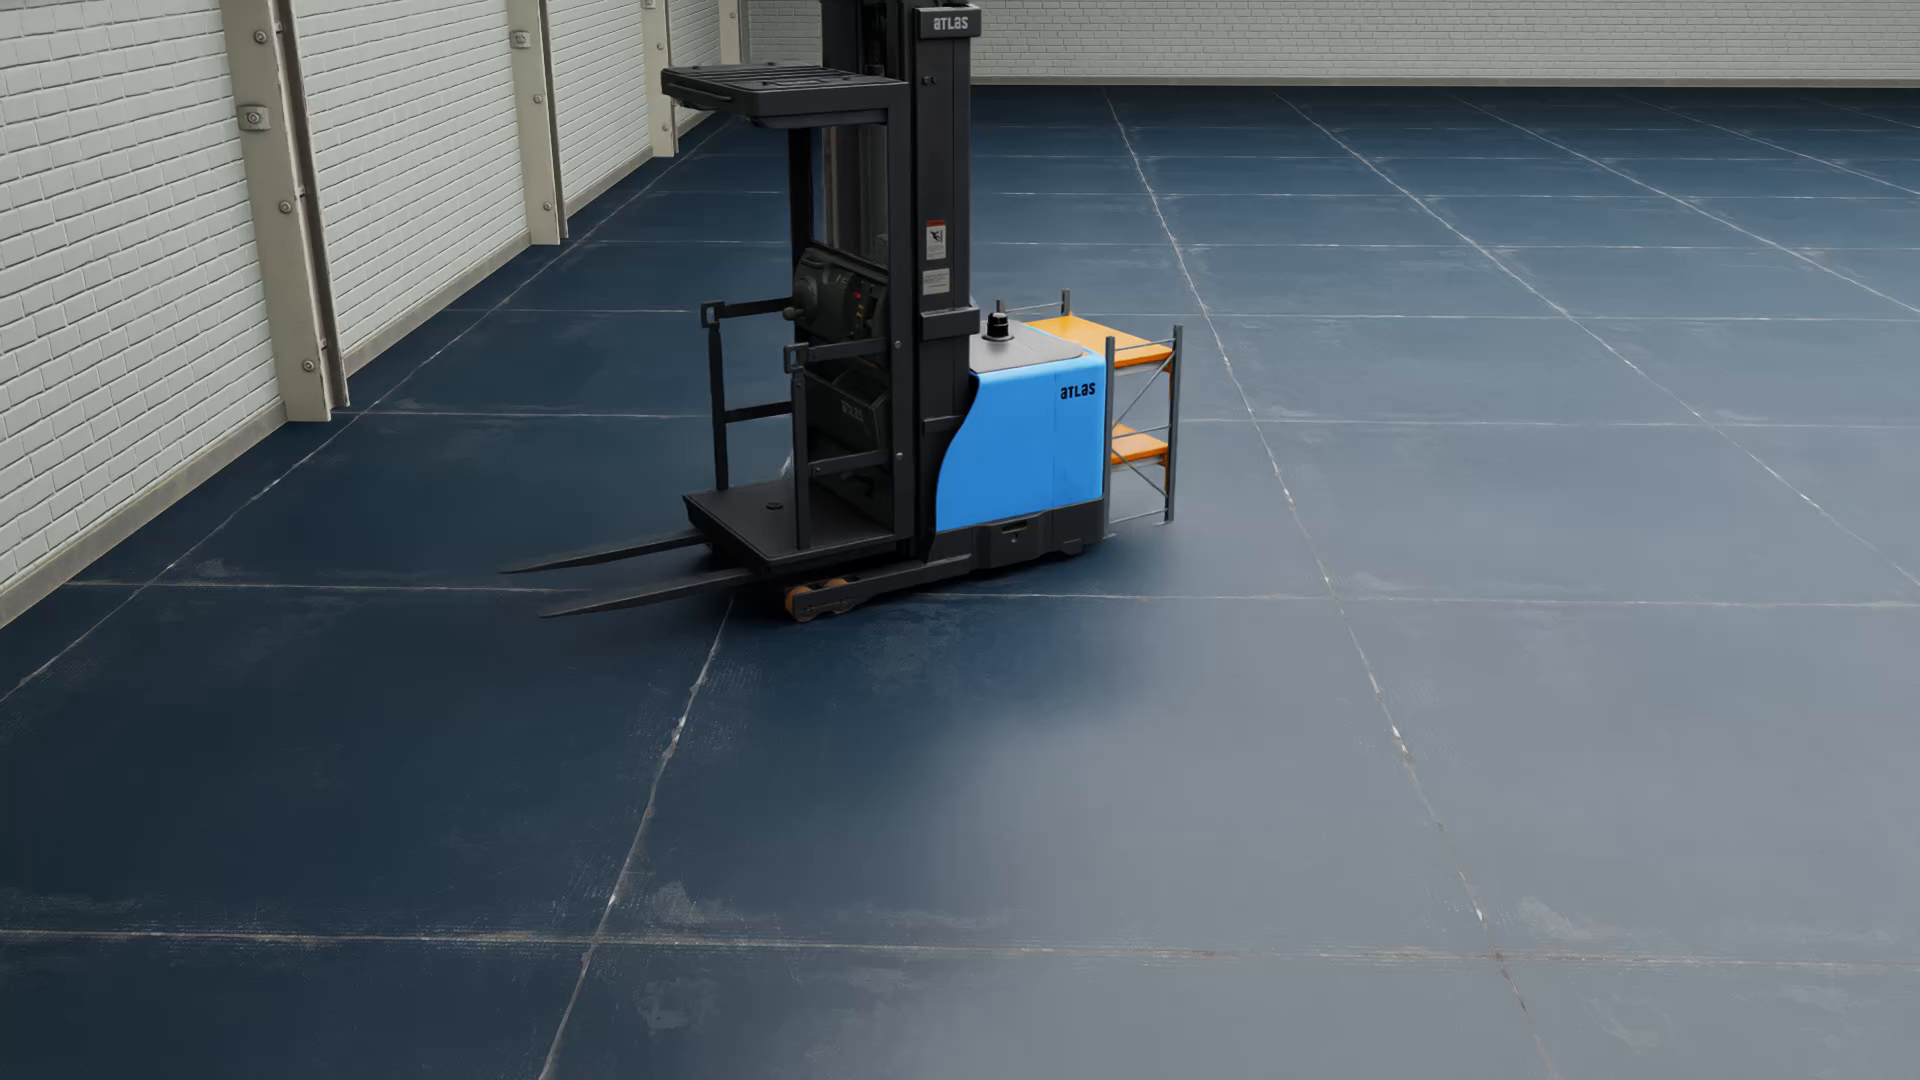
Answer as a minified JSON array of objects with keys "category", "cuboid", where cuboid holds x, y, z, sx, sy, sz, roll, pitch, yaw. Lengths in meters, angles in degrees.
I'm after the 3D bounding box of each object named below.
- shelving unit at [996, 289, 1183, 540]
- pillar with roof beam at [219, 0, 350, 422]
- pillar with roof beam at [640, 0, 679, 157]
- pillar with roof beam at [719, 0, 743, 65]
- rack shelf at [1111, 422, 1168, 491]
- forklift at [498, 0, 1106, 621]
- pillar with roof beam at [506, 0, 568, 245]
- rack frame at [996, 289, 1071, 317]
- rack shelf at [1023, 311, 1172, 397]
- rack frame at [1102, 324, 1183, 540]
[{"category":"shelving unit","cuboid":[0.700,-0.734,9.366,0.538,1.125,1.048,-13,25,-30]},{"category":"pillar with roof beam","cuboid":[-0.048,-5.009,9.499,9.100,9.000,0.400,1,21,2]},{"category":"pillar with roof beam","cuboid":[0.317,-9.348,20.682,9.100,9.000,0.400,1,21,2]},{"category":"pillar with roof beam","cuboid":[0.500,-11.518,26.273,9.100,9.000,0.400,1,21,2]},{"category":"rack shelf","cuboid":[0.700,-0.506,9.455,0.538,0.278,1.000,-13,25,-30]},{"category":"forklift","cuboid":[-0.766,-1.192,8.048,3.031,2.935,1.130,-12,24,-28]},{"category":"pillar with roof beam","cuboid":[0.135,-7.179,15.090,9.100,9.000,0.400,1,21,2]},{"category":"rack frame","cuboid":[0.426,-0.889,9.765,0.500,1.125,0.032,-13,25,-30]},{"category":"rack shelf","cuboid":[0.701,-1.007,9.261,0.538,0.278,1.000,-13,25,-30]},{"category":"rack frame","cuboid":[0.975,-0.580,8.968,0.500,1.125,0.032,-13,25,-30]}]
